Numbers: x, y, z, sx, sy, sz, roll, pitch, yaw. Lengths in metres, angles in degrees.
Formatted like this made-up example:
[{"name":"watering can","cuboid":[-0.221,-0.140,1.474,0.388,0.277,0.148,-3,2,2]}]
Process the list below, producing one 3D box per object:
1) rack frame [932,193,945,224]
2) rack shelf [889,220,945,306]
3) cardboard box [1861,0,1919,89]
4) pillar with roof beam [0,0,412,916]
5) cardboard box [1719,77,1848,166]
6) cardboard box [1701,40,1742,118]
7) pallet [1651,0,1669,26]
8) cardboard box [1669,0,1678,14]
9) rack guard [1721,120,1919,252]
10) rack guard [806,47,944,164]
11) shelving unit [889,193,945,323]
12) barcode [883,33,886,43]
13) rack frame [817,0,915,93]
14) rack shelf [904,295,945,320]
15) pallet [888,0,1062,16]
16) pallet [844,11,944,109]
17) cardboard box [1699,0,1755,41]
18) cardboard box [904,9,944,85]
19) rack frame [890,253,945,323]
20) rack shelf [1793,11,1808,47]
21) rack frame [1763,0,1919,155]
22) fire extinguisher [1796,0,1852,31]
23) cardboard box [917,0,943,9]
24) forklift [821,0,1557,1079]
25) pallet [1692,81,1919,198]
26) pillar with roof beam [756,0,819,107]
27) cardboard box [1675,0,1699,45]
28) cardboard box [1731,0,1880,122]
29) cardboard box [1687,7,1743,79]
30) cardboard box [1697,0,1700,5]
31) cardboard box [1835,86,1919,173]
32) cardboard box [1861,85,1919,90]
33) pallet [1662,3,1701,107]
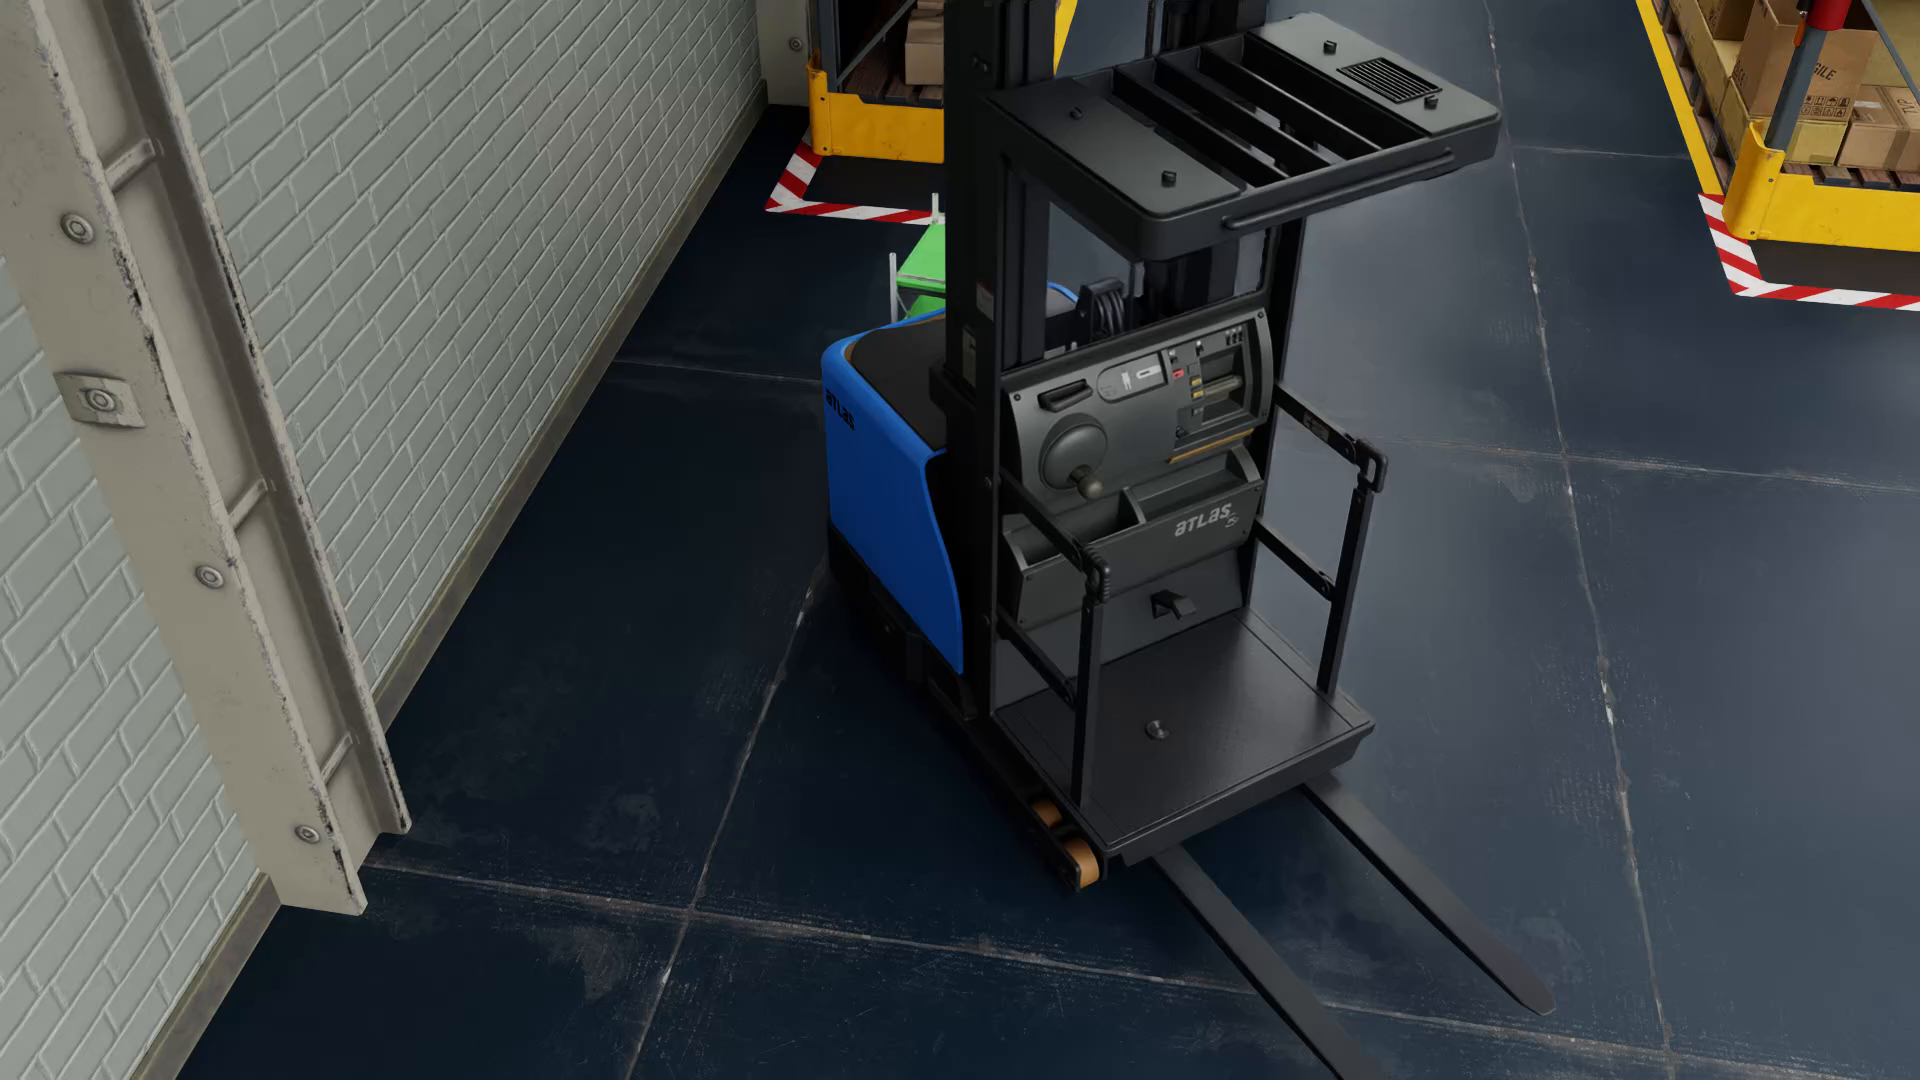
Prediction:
[{"name":"rack frame","cuboid":[0.007,-0.869,6.859,0.240,1.200,0.015,12,41,14]},{"name":"rack shelf","cuboid":[-0.068,-1.042,6.415,0.258,0.148,0.480,12,41,14]},{"name":"cardboard box","cuboid":[5.017,-2.804,9.027,0.500,0.500,0.500,6,40,8]},{"name":"pillar with roof beam","cuboid":[2.212,-1.937,2.031,9.100,9.000,0.400,6,40,8]},{"name":"cardboard box","cuboid":[4.422,-2.258,8.955,0.500,0.250,0.500,6,40,8]},{"name":"cardboard box","cuboid":[4.497,-2.573,9.336,0.500,0.250,0.500,6,40,8]},{"name":"pallet","cuboid":[5.134,-3.728,11.093,1.003,0.211,1.213,6,40,8]},{"name":"cardboard box","cuboid":[4.750,-3.515,10.476,0.500,0.250,0.500,6,40,8]},{"name":"rack guard","cuboid":[4.616,-1.808,8.544,1.175,0.500,0.348,6,40,8]},{"name":"rack guard","cuboid":[-0.246,-2.415,9.278,1.175,0.500,0.348,6,40,8]},{"name":"shelving unit","cuboid":[-0.068,-0.721,6.680,0.258,1.200,0.503,12,41,14]},{"name":"barcode","cuboid":[-0.442,-2.947,9.718,0.001,0.075,0.075,6,40,8]},{"name":"rack frame","cuboid":[-0.259,-3.330,8.424,1.000,3.000,0.127,6,40,8]},{"name":"rack shelf","cuboid":[-0.068,-0.857,6.568,0.258,0.148,0.480,12,41,14]},{"name":"pallet","cuboid":[0.143,-3.573,10.906,1.003,0.211,1.213,6,40,8]},{"name":"pallet","cuboid":[-0.071,-2.809,9.982,1.003,0.211,1.213,6,40,8]},{"name":"cardboard box","cuboid":[4.579,-3.176,9.477,0.500,0.500,0.500,6,40,8]},{"name":"cardboard box","cuboid":[-0.051,-2.888,9.654,0.500,0.311,0.500,2,40,3]},{"name":"rack frame","cuboid":[-0.144,-0.573,6.502,0.240,1.200,0.015,12,41,14]},{"name":"rack shelf","cuboid":[4.966,-3.764,9.514,1.077,0.370,4.000,6,40,8]},{"name":"rack frame","cuboid":[4.620,-2.786,7.766,1.000,3.000,0.127,6,40,8]},{"name":"fire extinguisher","cuboid":[4.142,-2.734,7.763,0.296,0.674,0.183,6,40,8]},{"name":"cardboard box","cuboid":[0.048,-3.246,10.087,0.500,0.311,0.500,10,41,11]},{"name":"forklift","cuboid":[0.666,-0.341,4.862,1.130,2.935,3.031,-20,44,-23]},{"name":"pallet","cuboid":[4.711,-2.196,9.241,1.003,0.211,1.213,6,40,8]},{"name":"pillar with roof beam","cuboid":[3.250,-5.702,6.585,9.100,9.000,0.400,6,40,8]},{"name":"cardboard box","cuboid":[4.670,-3.200,10.095,0.500,0.250,0.500,6,40,8]},{"name":"cardboard box","cuboid":[4.420,-2.547,8.716,0.500,0.500,0.500,6,40,8]},{"name":"cardboard box","cuboid":[4.581,-2.887,9.716,0.500,0.250,0.500,6,40,8]},{"name":"cardboard box","cuboid":[4.666,-3.490,9.857,0.500,0.500,0.500,6,40,8]},{"name":"cardboard box","cuboid":[4.932,-2.201,8.886,0.500,0.250,0.500,6,40,8]},{"name":"cardboard box","cuboid":[5.015,-2.515,9.266,0.500,0.250,0.500,6,40,8]},{"name":"pallet","cuboid":[4.925,-2.960,10.164,1.003,0.211,1.213,6,40,8]}]
